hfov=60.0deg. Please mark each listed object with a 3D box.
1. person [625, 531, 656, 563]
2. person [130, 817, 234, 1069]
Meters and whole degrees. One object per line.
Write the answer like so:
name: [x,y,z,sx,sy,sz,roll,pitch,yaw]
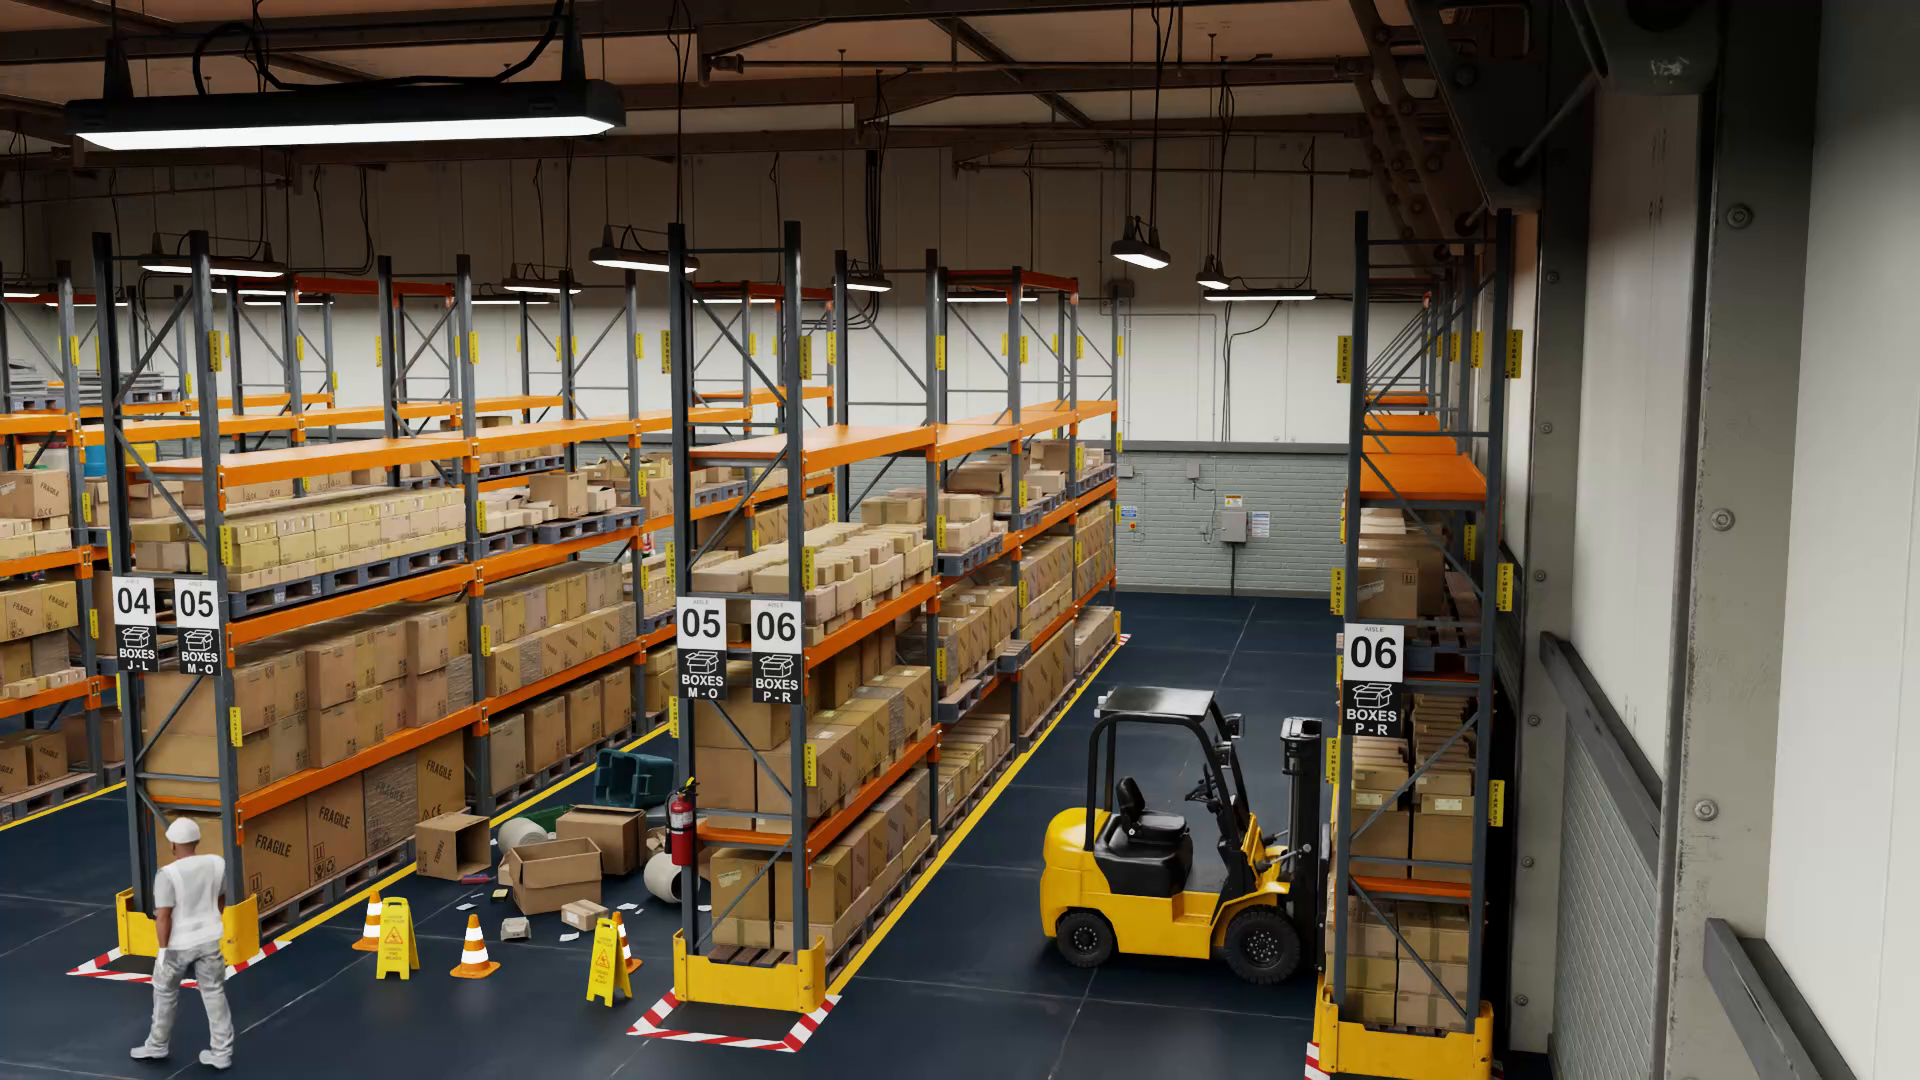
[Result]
person: [-6.361,0.241,33.109,0.585,1.719,1.093,-2,7,-13]
person: [-5.506,2.846,11.850,0.823,1.760,0.584,6,9,39]
